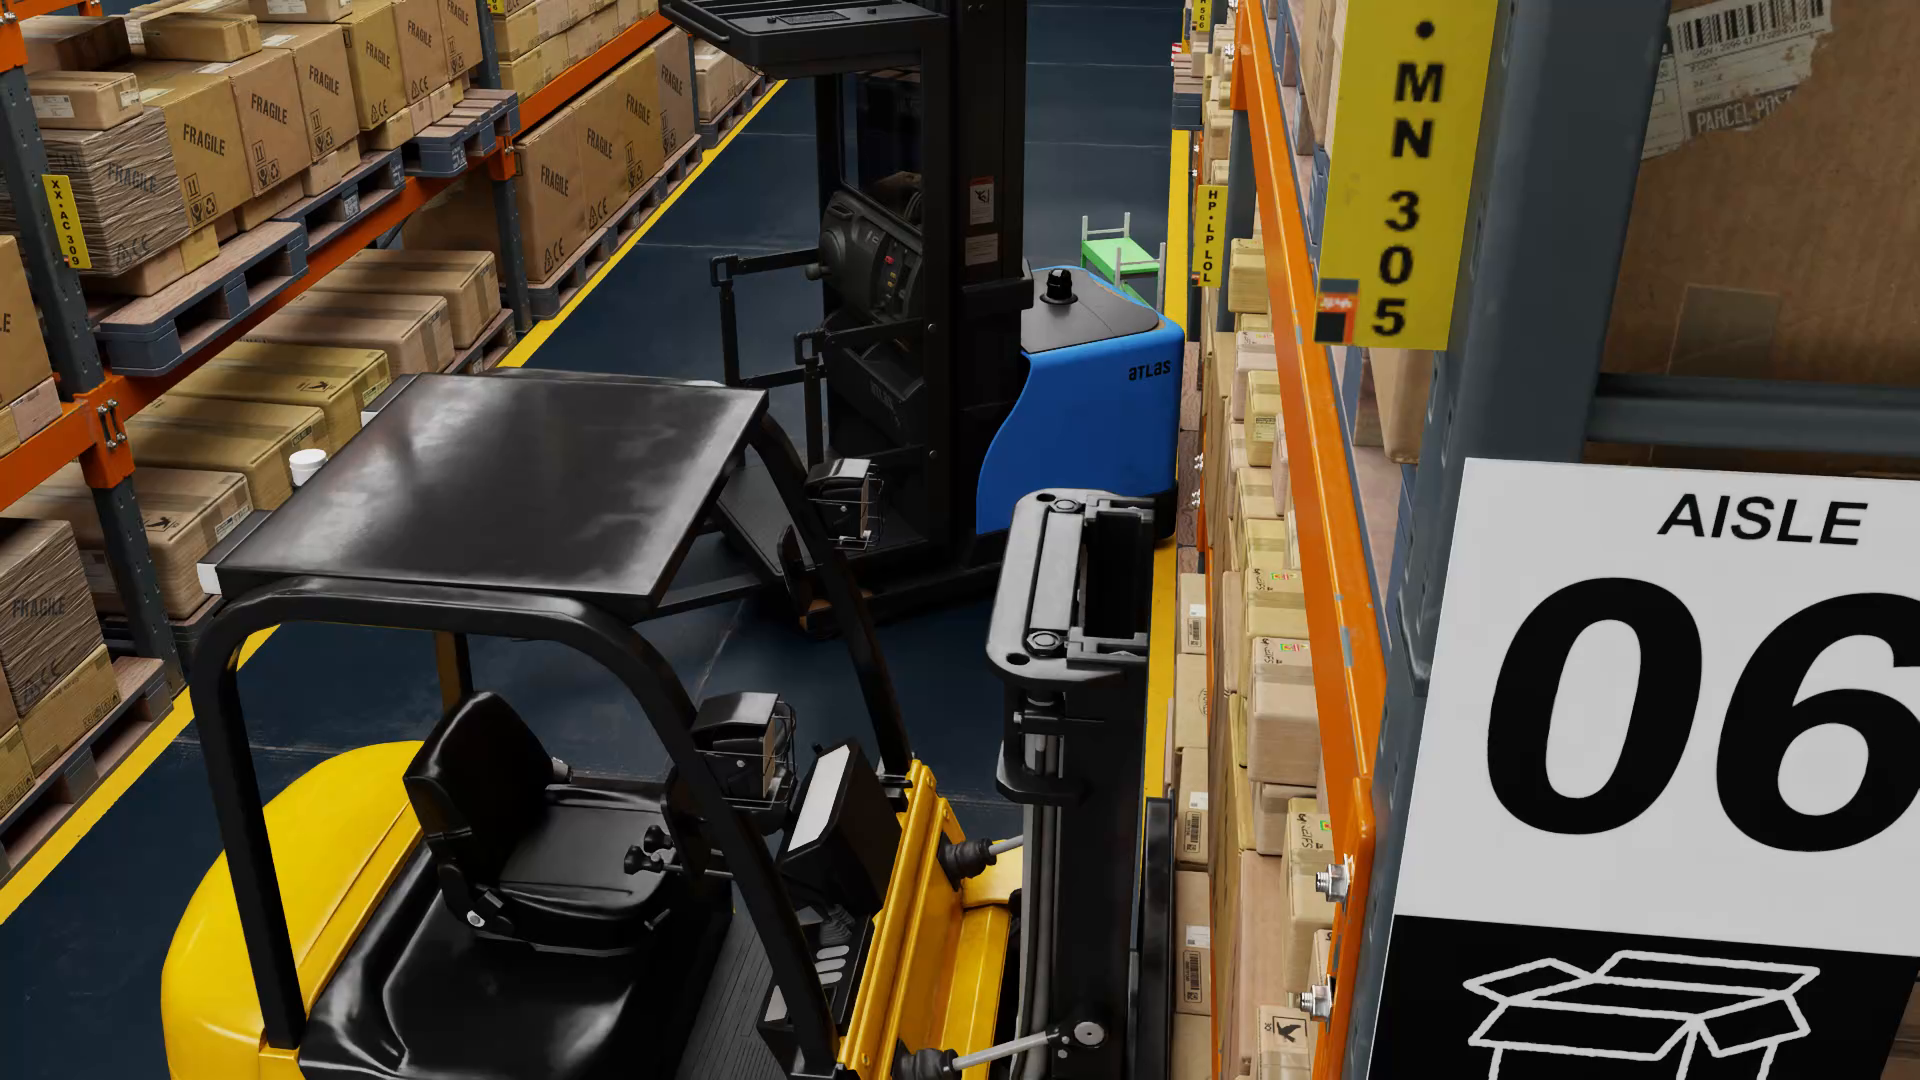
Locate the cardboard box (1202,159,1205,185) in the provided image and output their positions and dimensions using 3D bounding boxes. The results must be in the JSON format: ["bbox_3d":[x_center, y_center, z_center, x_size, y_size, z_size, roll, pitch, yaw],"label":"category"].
[{"bbox_3d":[1.452,-1.834,8.151,0.500,0.250,0.500,3,28,5],"label":"cardboard box"}]

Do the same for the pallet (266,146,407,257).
[{"bbox_3d":[-3.313,-1.600,7.759,1.003,0.211,1.213,3,28,6],"label":"pallet"}]

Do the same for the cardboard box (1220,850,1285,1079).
[{"bbox_3d":[0.708,0.900,2.812,0.500,0.500,0.500,4,29,8],"label":"cardboard box"}]

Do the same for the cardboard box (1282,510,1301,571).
[{"bbox_3d":[0.852,0.070,3.354,0.380,0.149,0.250,4,29,7],"label":"cardboard box"}]

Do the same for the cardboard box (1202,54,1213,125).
[{"bbox_3d":[1.494,-2.292,8.474,0.500,0.250,0.500,3,28,6],"label":"cardboard box"}]

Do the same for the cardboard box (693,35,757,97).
[{"bbox_3d":[-2.329,-4.269,14.770,0.875,0.438,0.875,3,28,5],"label":"cardboard box"}]

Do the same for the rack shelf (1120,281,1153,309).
[{"bbox_3d":[0.784,-1.117,8.187,0.258,0.148,0.480,-7,29,-13],"label":"rack shelf"}]

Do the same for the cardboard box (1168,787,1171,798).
[{"bbox_3d":[0.890,1.025,5.141,0.500,0.250,0.500,3,28,5],"label":"cardboard box"}]

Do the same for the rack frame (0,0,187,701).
[{"bbox_3d":[-3.602,-0.735,5.952,1.000,3.000,0.127,3,28,6],"label":"rack frame"}]

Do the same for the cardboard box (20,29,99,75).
[{"bbox_3d":[-3.698,-1.936,6.636,0.380,0.149,0.250,3,28,5],"label":"cardboard box"}]

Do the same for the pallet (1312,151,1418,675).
[{"bbox_3d":[0.947,-0.179,1.850,1.003,0.211,1.213,3,28,6],"label":"pallet"}]

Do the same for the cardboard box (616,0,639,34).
[{"bbox_3d":[-2.570,-3.733,11.675,0.500,0.250,0.500,3,28,5],"label":"cardboard box"}]

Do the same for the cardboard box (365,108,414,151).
[{"bbox_3d":[-2.924,-2.025,8.167,0.380,0.149,0.250,4,29,7],"label":"cardboard box"}]

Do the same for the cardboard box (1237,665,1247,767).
[{"bbox_3d":[0.732,0.320,3.204,0.380,0.149,0.250,4,29,7],"label":"cardboard box"}]

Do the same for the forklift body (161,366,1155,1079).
[{"bbox_3d":[-0.743,0.809,3.980,2.313,2.155,1.214,3,28,6],"label":"forklift body"}]

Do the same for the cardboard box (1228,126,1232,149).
[{"bbox_3d":[1.274,-1.555,6.685,0.380,0.149,0.250,4,29,7],"label":"cardboard box"}]

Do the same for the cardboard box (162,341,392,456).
[{"bbox_3d":[-3.372,-0.676,8.171,0.950,0.372,0.625,4,29,8],"label":"cardboard box"}]

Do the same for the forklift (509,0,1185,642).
[{"bbox_3d":[-0.558,-1.159,6.811,3.031,2.935,1.130,-13,31,-23],"label":"forklift"}]

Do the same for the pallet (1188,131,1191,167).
[{"bbox_3d":[2.391,-3.310,13.672,1.003,0.211,1.213,3,28,6],"label":"pallet"}]

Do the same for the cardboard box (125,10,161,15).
[{"bbox_3d":[-7.535,-4.844,15.515,0.380,0.149,0.250,3,29,6],"label":"cardboard box"}]

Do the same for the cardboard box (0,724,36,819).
[{"bbox_3d":[-3.463,0.835,5.493,0.500,0.250,0.500,3,28,5],"label":"cardboard box"}]

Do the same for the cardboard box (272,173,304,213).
[{"bbox_3d":[-3.117,-1.541,7.270,0.380,0.149,0.250,4,29,7],"label":"cardboard box"}]

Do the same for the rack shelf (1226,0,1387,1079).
[{"bbox_3d":[1.080,-0.511,3.132,1.077,0.370,4.000,3,28,6],"label":"rack shelf"}]

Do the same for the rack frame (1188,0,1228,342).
[{"bbox_3d":[1.815,-2.332,8.915,1.000,3.000,0.127,3,28,6],"label":"rack frame"}]

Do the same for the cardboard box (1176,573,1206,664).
[{"bbox_3d":[0.955,0.346,5.347,0.500,0.250,0.500,3,28,5],"label":"cardboard box"}]

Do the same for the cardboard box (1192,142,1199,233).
[{"bbox_3d":[1.832,-2.355,11.151,0.500,0.500,0.500,2,28,4],"label":"cardboard box"}]

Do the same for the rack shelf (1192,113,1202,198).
[{"bbox_3d":[2.060,-2.956,10.833,1.077,0.370,4.000,3,28,6],"label":"rack shelf"}]

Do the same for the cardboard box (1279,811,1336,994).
[{"bbox_3d":[0.674,0.550,2.463,0.380,0.149,0.250,4,29,7],"label":"cardboard box"}]

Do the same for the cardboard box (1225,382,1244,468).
[{"bbox_3d":[0.887,-0.285,4.328,0.380,0.149,0.250,4,29,7],"label":"cardboard box"}]

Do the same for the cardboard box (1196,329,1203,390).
[{"bbox_3d":[1.725,-1.178,8.835,0.875,0.625,0.625,4,29,8],"label":"cardboard box"}]

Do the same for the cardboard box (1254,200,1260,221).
[{"bbox_3d":[1.160,-1.075,5.793,0.380,0.149,0.250,3,28,5],"label":"cardboard box"}]

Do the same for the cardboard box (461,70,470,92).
[{"bbox_3d":[-2.918,-2.525,9.096,0.380,0.149,0.250,4,29,8],"label":"cardboard box"}]

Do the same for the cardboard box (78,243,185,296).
[{"bbox_3d":[-3.220,-1.052,6.361,0.380,0.149,0.250,4,29,7],"label":"cardboard box"}]

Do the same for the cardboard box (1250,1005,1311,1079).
[{"bbox_3d":[0.601,0.803,2.307,0.380,0.149,0.250,4,29,7],"label":"cardboard box"}]

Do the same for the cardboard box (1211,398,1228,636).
[{"bbox_3d":[0.964,-0.053,4.580,0.500,0.500,0.500,4,29,7],"label":"cardboard box"}]

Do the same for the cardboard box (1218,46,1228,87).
[{"bbox_3d":[1.446,-2.280,8.030,0.380,0.149,0.250,4,29,8],"label":"cardboard box"}]

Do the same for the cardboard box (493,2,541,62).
[{"bbox_3d":[-2.804,-2.997,9.780,0.500,0.250,0.500,3,28,6],"label":"cardboard box"}]

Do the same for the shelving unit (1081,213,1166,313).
[{"bbox_3d":[0.784,-0.962,8.270,0.258,1.200,0.503,-7,29,-13],"label":"shelving unit"}]

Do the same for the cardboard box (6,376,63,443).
[{"bbox_3d":[-3.338,-0.456,5.698,0.380,0.149,0.250,3,28,6],"label":"cardboard box"}]

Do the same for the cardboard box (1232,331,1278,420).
[{"bbox_3d":[0.893,-0.412,4.250,0.380,0.149,0.250,4,29,7],"label":"cardboard box"}]

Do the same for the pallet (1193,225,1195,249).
[{"bbox_3d":[2.096,-2.026,11.288,1.003,0.211,1.213,3,28,6],"label":"pallet"}]

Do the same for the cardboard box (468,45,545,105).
[{"bbox_3d":[-2.802,-2.768,9.883,0.500,0.250,0.500,3,28,5],"label":"cardboard box"}]

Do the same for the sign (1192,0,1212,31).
[{"bbox_3d":[1.276,-2.834,8.710,0.100,0.325,0.005,3,28,6],"label":"sign"}]

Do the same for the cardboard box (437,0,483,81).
[{"bbox_3d":[-2.891,-2.748,8.826,0.500,0.500,0.500,3,28,5],"label":"cardboard box"}]

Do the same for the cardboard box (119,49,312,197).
[{"bbox_3d":[-3.125,-1.767,7.005,0.500,0.500,0.500,3,28,6],"label":"cardboard box"}]

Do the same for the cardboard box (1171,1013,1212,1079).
[{"bbox_3d":[0.691,1.306,3.565,0.500,0.250,0.500,4,29,7],"label":"cardboard box"}]

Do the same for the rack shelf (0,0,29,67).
[{"bbox_3d":[-3.356,-2.681,7.159,1.077,0.370,4.000,3,28,6],"label":"rack shelf"}]

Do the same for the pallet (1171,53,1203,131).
[{"bbox_3d":[1.829,-2.570,9.561,1.213,0.211,1.003,3,28,6],"label":"pallet"}]

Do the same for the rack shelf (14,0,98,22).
[{"bbox_3d":[-7.791,-3.483,11.811,1.077,0.370,4.000,3,28,6],"label":"rack shelf"}]

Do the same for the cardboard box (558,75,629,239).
[{"bbox_3d":[-2.831,-2.608,11.225,0.875,0.875,0.875,4,29,7],"label":"cardboard box"}]
